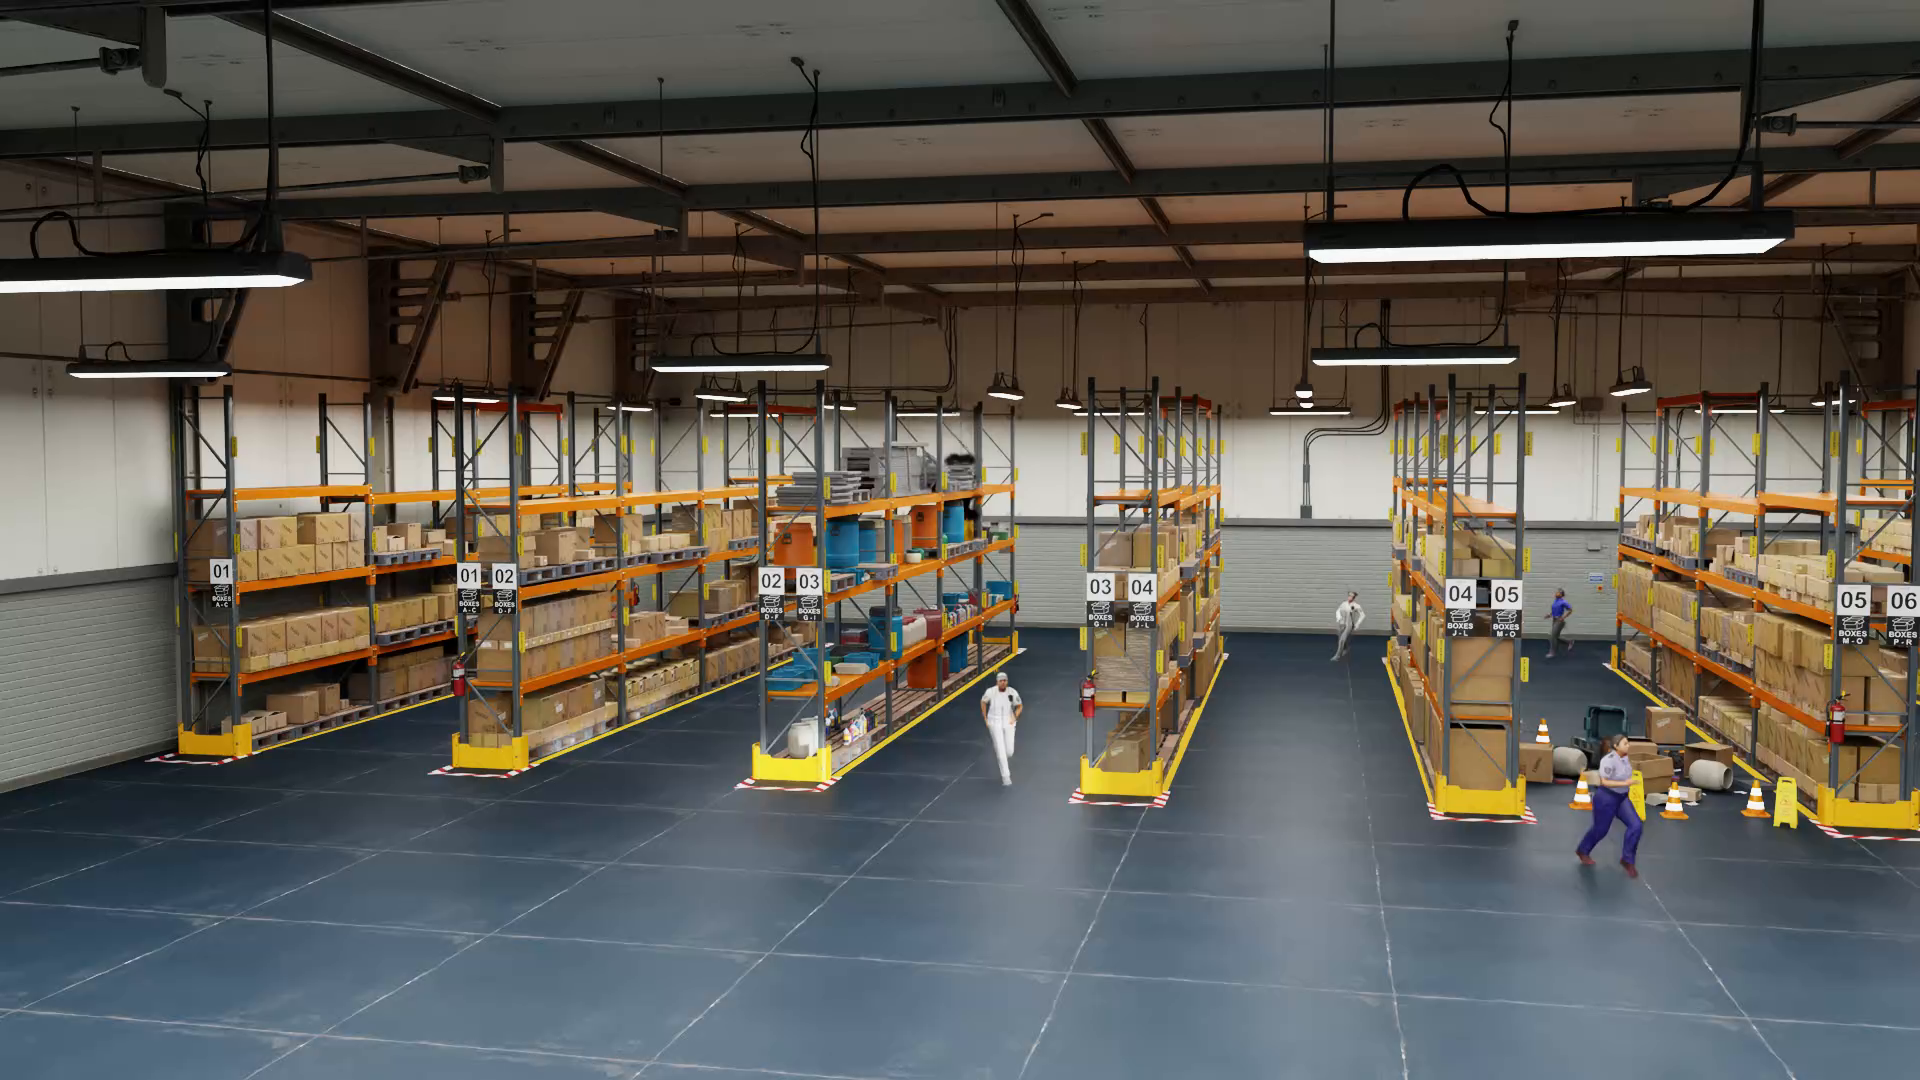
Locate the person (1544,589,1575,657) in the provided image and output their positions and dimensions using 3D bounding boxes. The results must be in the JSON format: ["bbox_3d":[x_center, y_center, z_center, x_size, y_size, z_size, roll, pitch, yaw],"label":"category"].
[{"bbox_3d":[14.326,1.983,39.652,0.791,1.649,0.578,0,3,-8],"label":"person"}]

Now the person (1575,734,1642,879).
[{"bbox_3d":[7.627,3.104,19.550,0.626,1.685,0.834,-2,4,-35],"label":"person"}]

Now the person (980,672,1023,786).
[{"bbox_3d":[0.629,2.797,24.939,0.630,1.662,0.895,0,3,-6],"label":"person"}]

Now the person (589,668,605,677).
[{"bbox_3d":[-7.742,2.181,35.342,0.686,1.777,0.860,0,3,5],"label":"person"}]

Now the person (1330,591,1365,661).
[{"bbox_3d":[9.078,1.998,38.865,0.675,1.647,0.858,3,4,42],"label":"person"}]
